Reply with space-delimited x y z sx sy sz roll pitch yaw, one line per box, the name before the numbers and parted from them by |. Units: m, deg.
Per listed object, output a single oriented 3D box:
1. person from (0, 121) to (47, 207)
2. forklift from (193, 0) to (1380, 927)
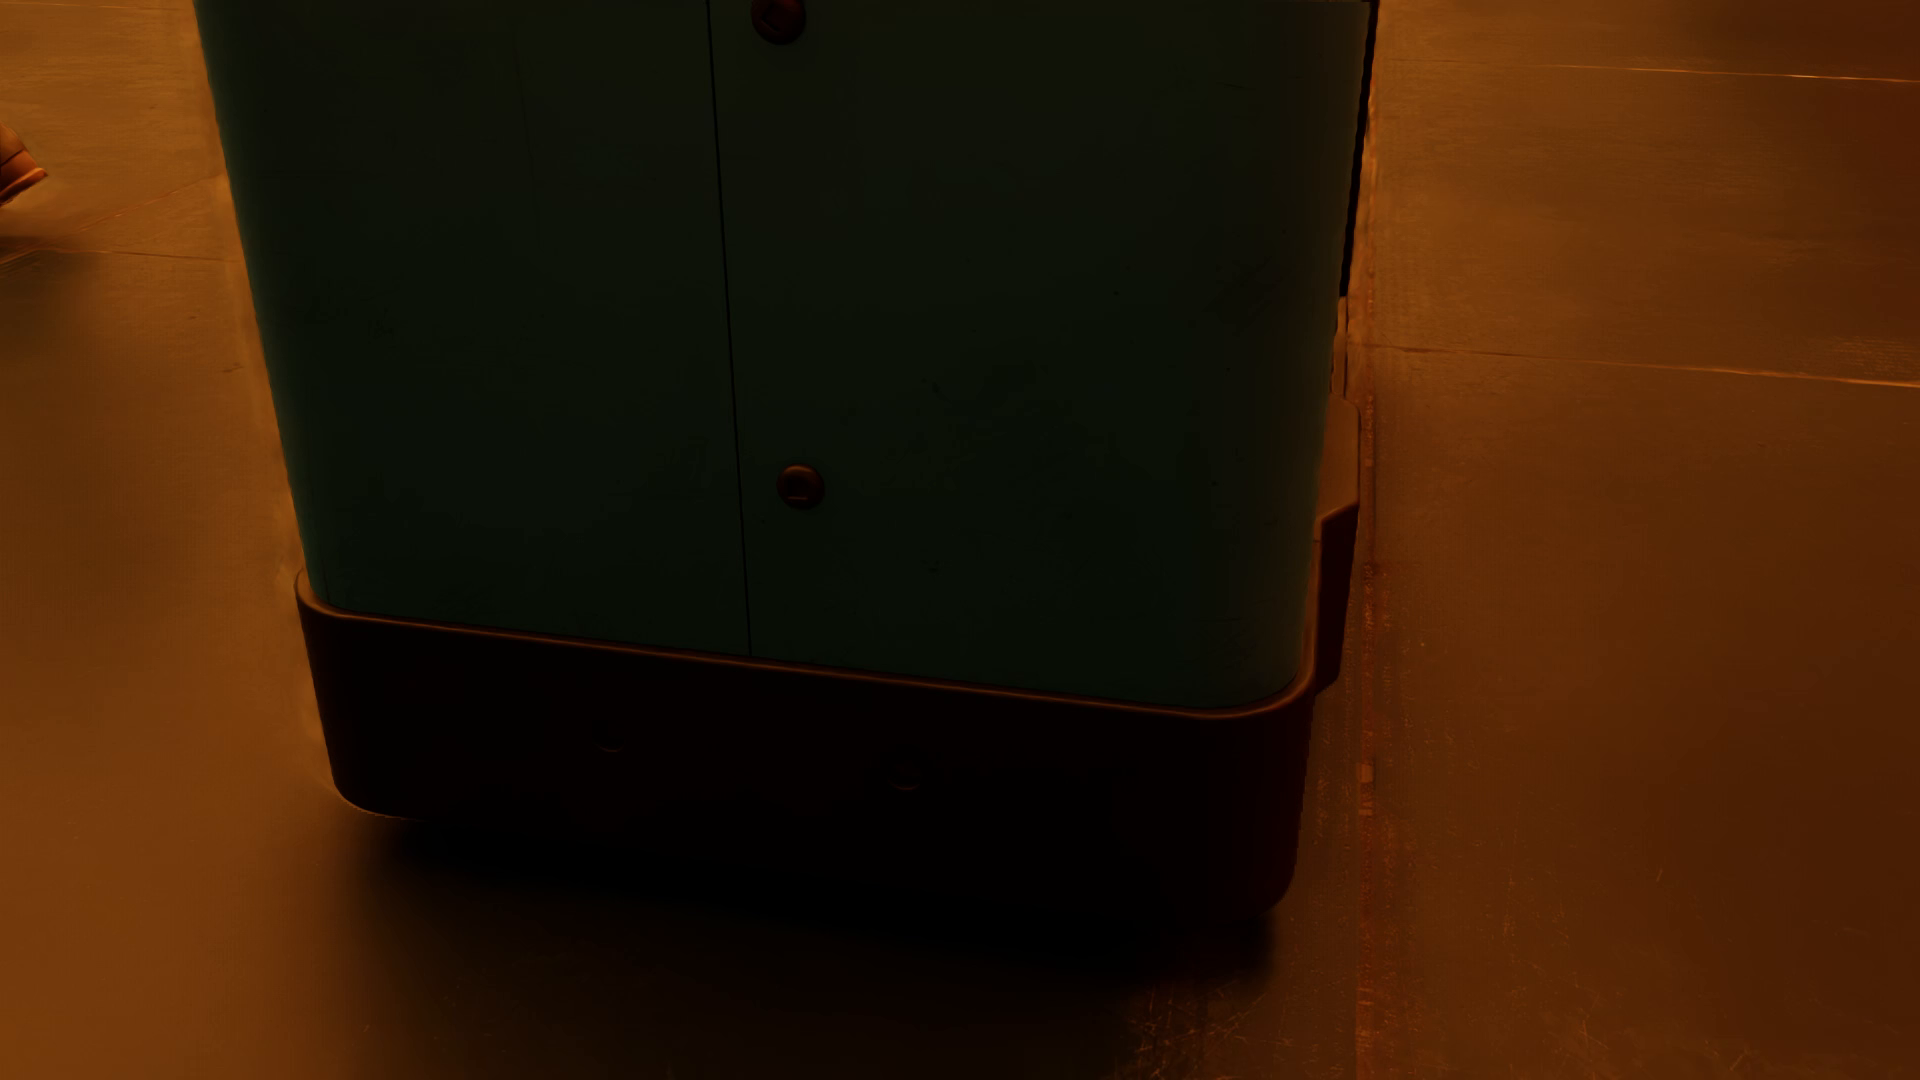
person | -2.389 -1.496 3.658 0.663 1.641 0.779 5 27 10
forklift | 0.124 -1.578 2.375 1.130 2.935 3.031 6 27 11
